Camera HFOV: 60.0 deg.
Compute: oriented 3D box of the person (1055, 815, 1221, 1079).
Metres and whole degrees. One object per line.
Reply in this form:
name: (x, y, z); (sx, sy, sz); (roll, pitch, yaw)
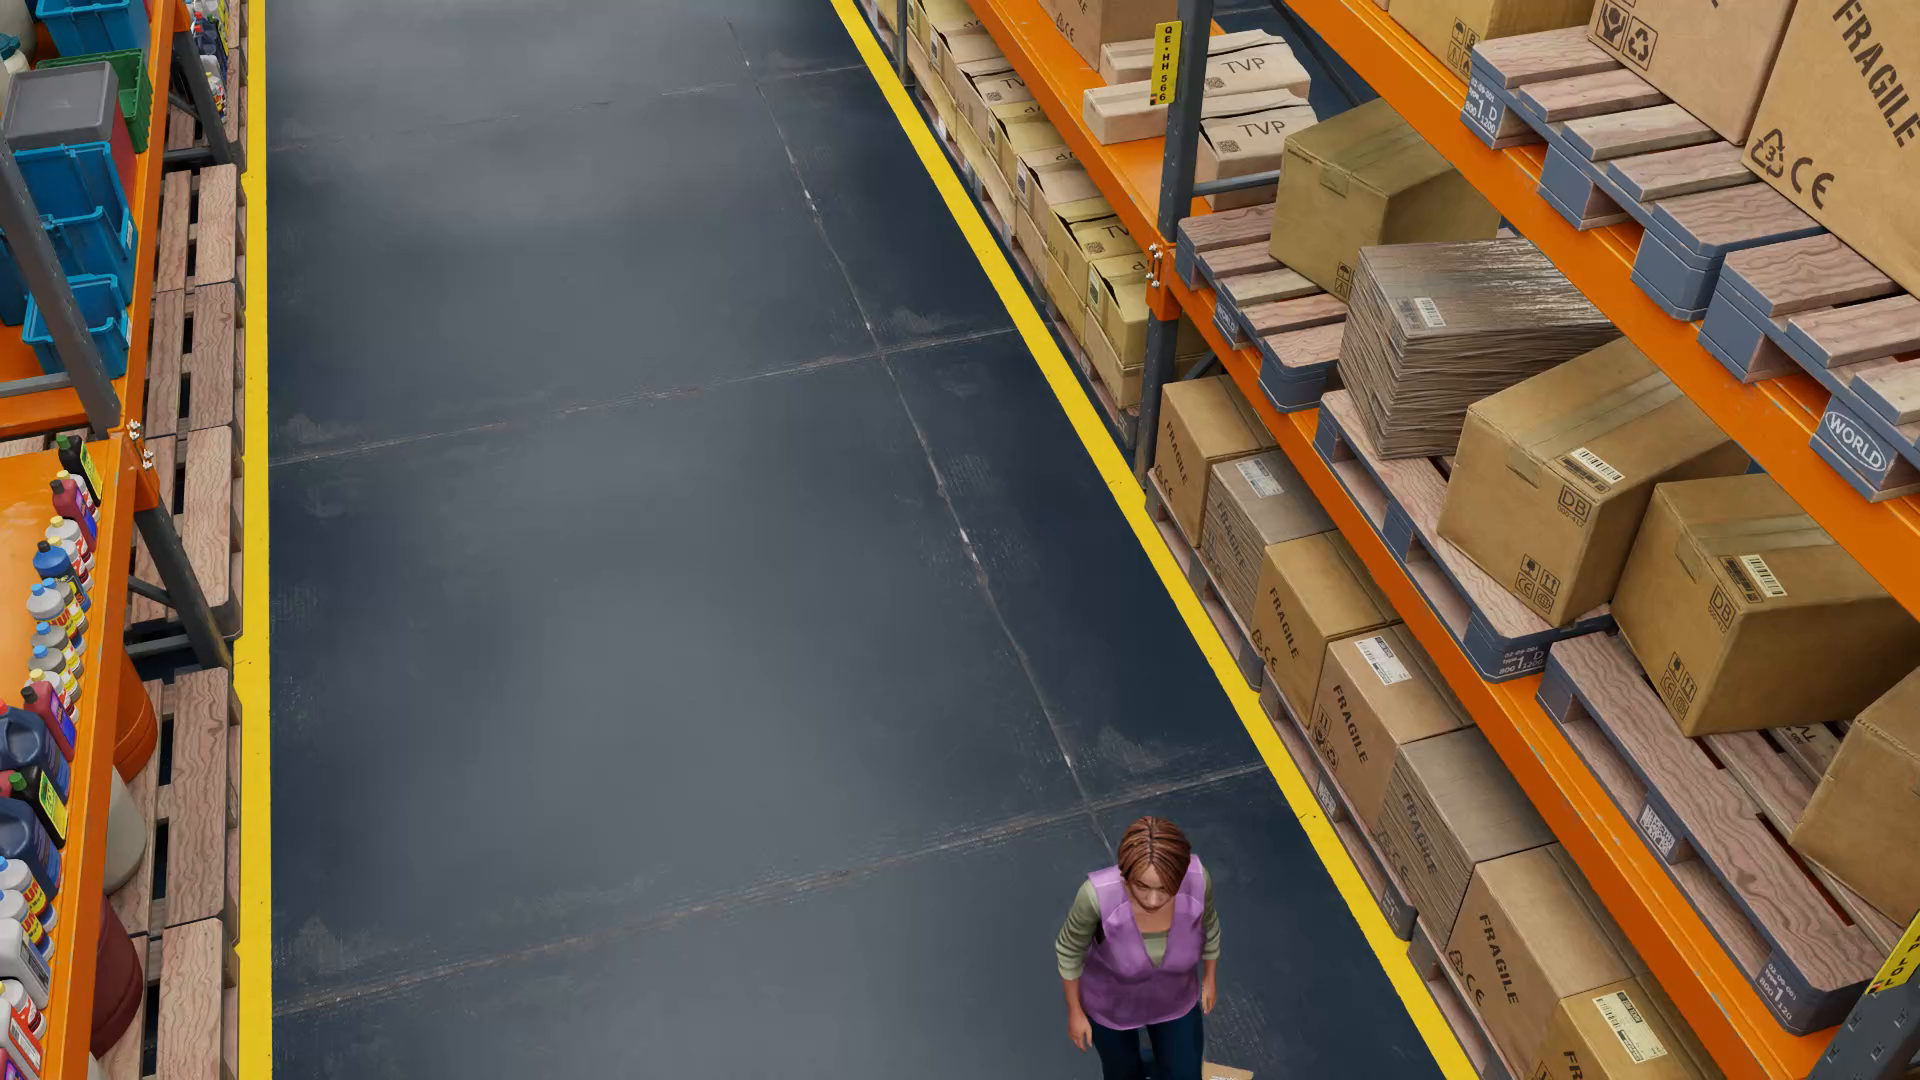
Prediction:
person: (0.505, 1.311, 4.759); (0.479, 1.562, 0.444); (-5, 43, -5)
